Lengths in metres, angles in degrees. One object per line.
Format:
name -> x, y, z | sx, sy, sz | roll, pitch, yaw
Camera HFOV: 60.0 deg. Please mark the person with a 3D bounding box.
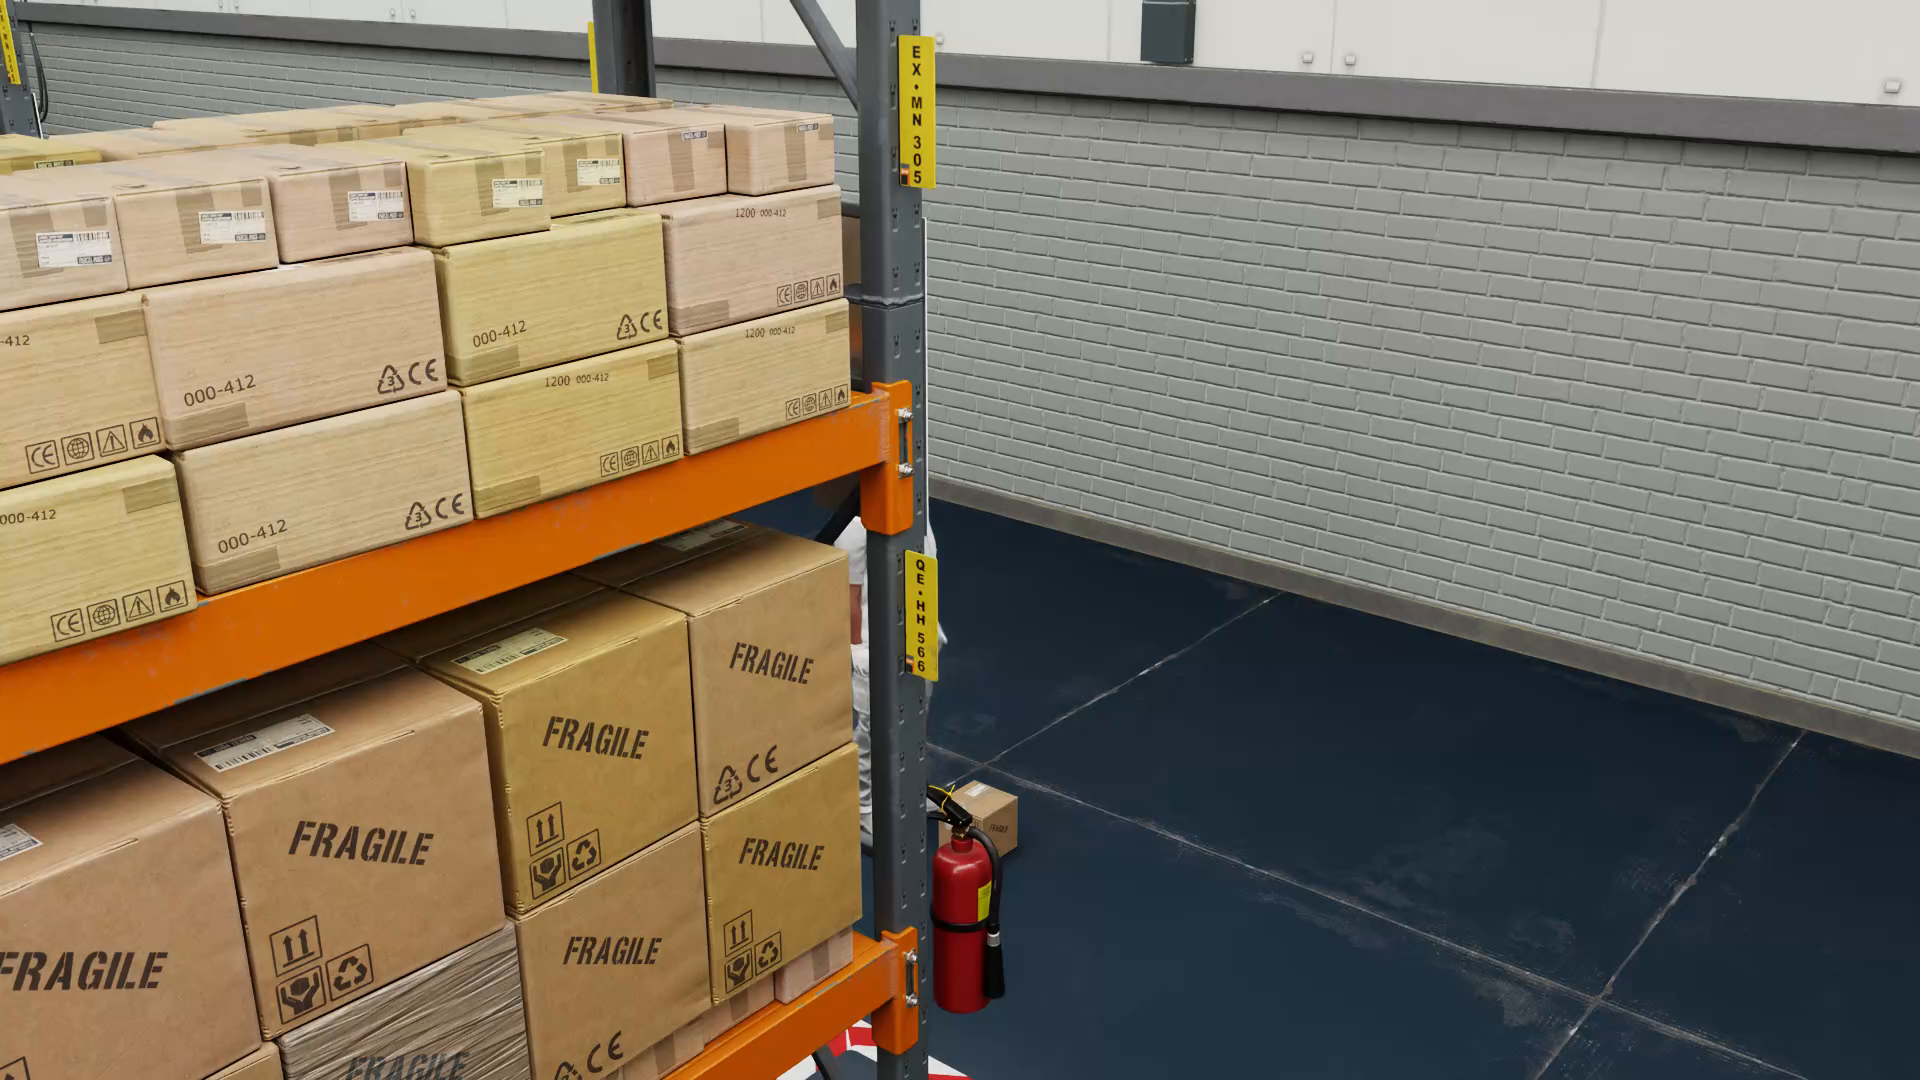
person -> -0.300, 0.422, 7.389 | 0.350, 1.780, 0.546 | 16, 26, 38
